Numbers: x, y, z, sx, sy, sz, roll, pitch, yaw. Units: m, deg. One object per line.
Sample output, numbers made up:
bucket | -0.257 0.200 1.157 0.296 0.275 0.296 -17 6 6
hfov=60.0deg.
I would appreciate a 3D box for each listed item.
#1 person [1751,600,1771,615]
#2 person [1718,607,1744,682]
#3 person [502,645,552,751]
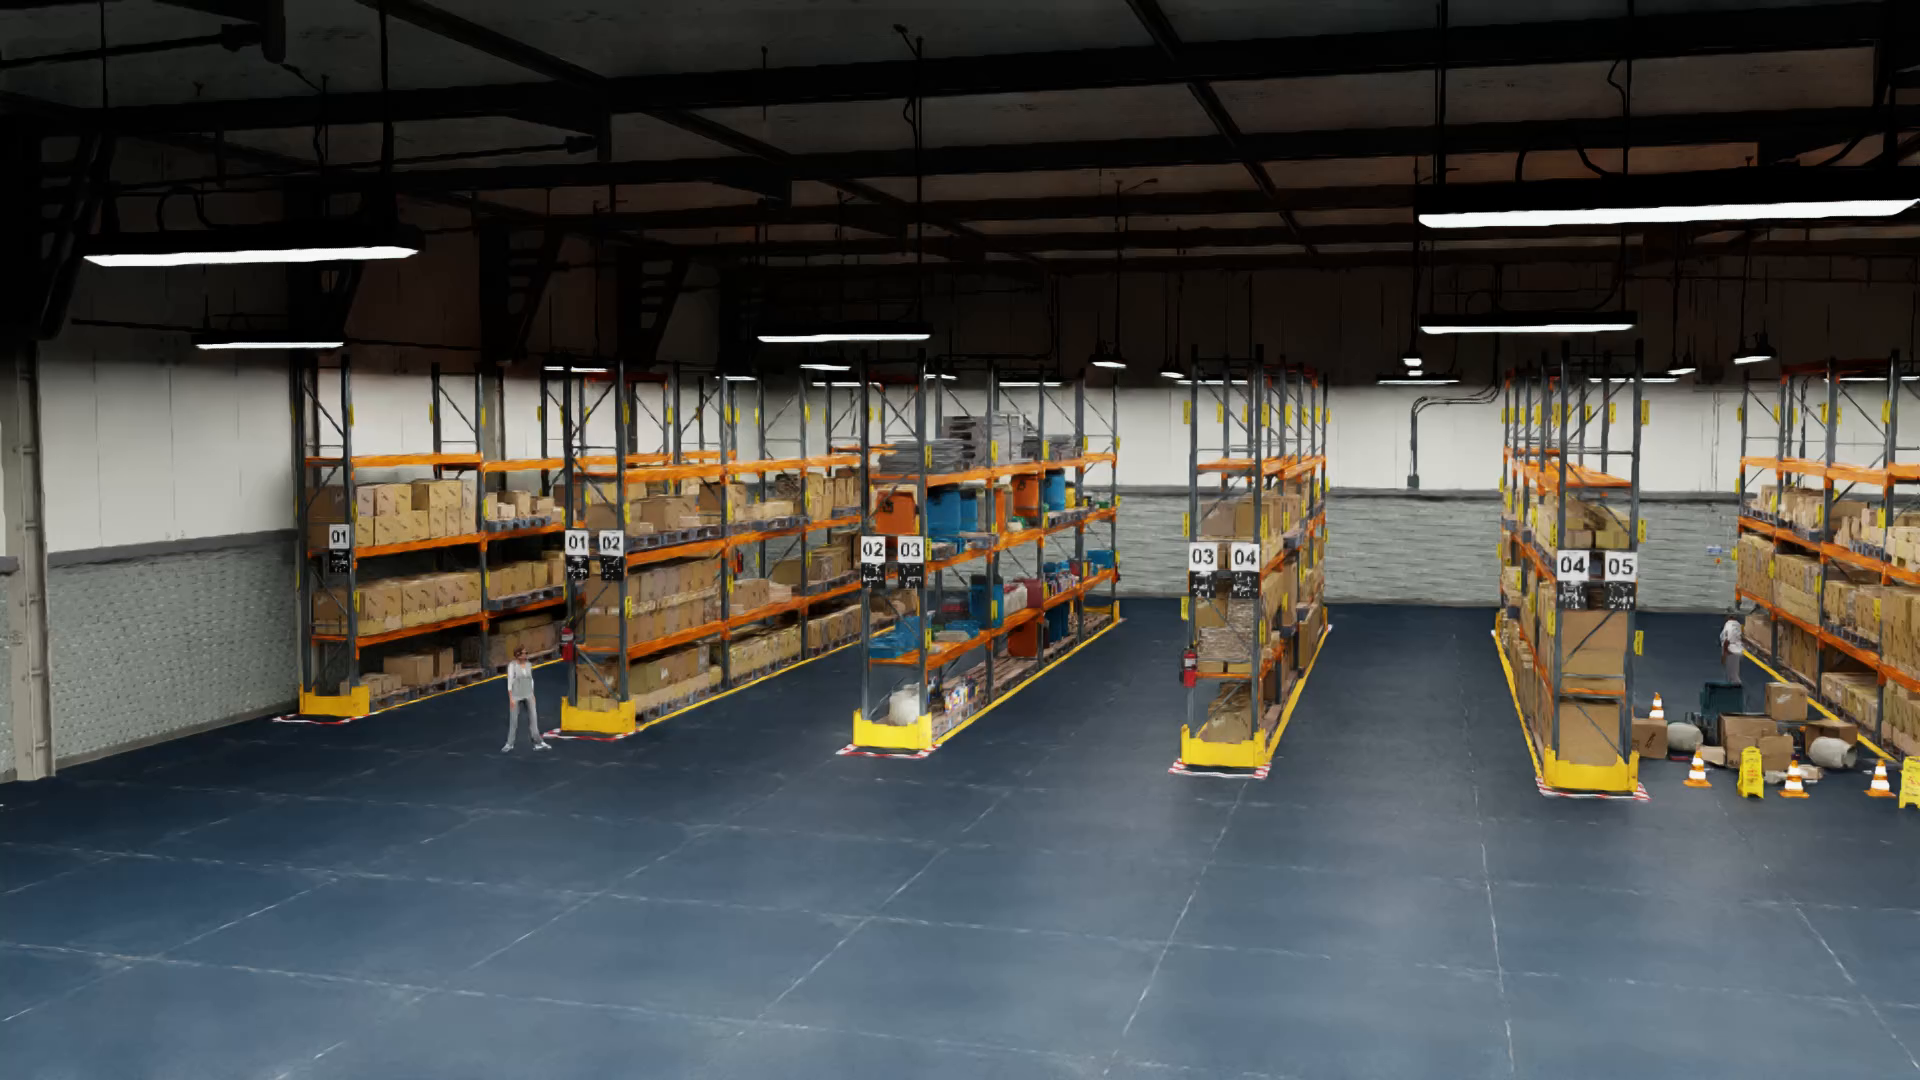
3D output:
person | 18.361 1.281 38.063 0.614 1.762 0.594 -1 4 -17
person | 13.360 1.994 28.861 0.551 1.663 0.581 4 6 42
person | -6.483 2.343 24.740 0.636 1.586 0.527 -4 6 -40
